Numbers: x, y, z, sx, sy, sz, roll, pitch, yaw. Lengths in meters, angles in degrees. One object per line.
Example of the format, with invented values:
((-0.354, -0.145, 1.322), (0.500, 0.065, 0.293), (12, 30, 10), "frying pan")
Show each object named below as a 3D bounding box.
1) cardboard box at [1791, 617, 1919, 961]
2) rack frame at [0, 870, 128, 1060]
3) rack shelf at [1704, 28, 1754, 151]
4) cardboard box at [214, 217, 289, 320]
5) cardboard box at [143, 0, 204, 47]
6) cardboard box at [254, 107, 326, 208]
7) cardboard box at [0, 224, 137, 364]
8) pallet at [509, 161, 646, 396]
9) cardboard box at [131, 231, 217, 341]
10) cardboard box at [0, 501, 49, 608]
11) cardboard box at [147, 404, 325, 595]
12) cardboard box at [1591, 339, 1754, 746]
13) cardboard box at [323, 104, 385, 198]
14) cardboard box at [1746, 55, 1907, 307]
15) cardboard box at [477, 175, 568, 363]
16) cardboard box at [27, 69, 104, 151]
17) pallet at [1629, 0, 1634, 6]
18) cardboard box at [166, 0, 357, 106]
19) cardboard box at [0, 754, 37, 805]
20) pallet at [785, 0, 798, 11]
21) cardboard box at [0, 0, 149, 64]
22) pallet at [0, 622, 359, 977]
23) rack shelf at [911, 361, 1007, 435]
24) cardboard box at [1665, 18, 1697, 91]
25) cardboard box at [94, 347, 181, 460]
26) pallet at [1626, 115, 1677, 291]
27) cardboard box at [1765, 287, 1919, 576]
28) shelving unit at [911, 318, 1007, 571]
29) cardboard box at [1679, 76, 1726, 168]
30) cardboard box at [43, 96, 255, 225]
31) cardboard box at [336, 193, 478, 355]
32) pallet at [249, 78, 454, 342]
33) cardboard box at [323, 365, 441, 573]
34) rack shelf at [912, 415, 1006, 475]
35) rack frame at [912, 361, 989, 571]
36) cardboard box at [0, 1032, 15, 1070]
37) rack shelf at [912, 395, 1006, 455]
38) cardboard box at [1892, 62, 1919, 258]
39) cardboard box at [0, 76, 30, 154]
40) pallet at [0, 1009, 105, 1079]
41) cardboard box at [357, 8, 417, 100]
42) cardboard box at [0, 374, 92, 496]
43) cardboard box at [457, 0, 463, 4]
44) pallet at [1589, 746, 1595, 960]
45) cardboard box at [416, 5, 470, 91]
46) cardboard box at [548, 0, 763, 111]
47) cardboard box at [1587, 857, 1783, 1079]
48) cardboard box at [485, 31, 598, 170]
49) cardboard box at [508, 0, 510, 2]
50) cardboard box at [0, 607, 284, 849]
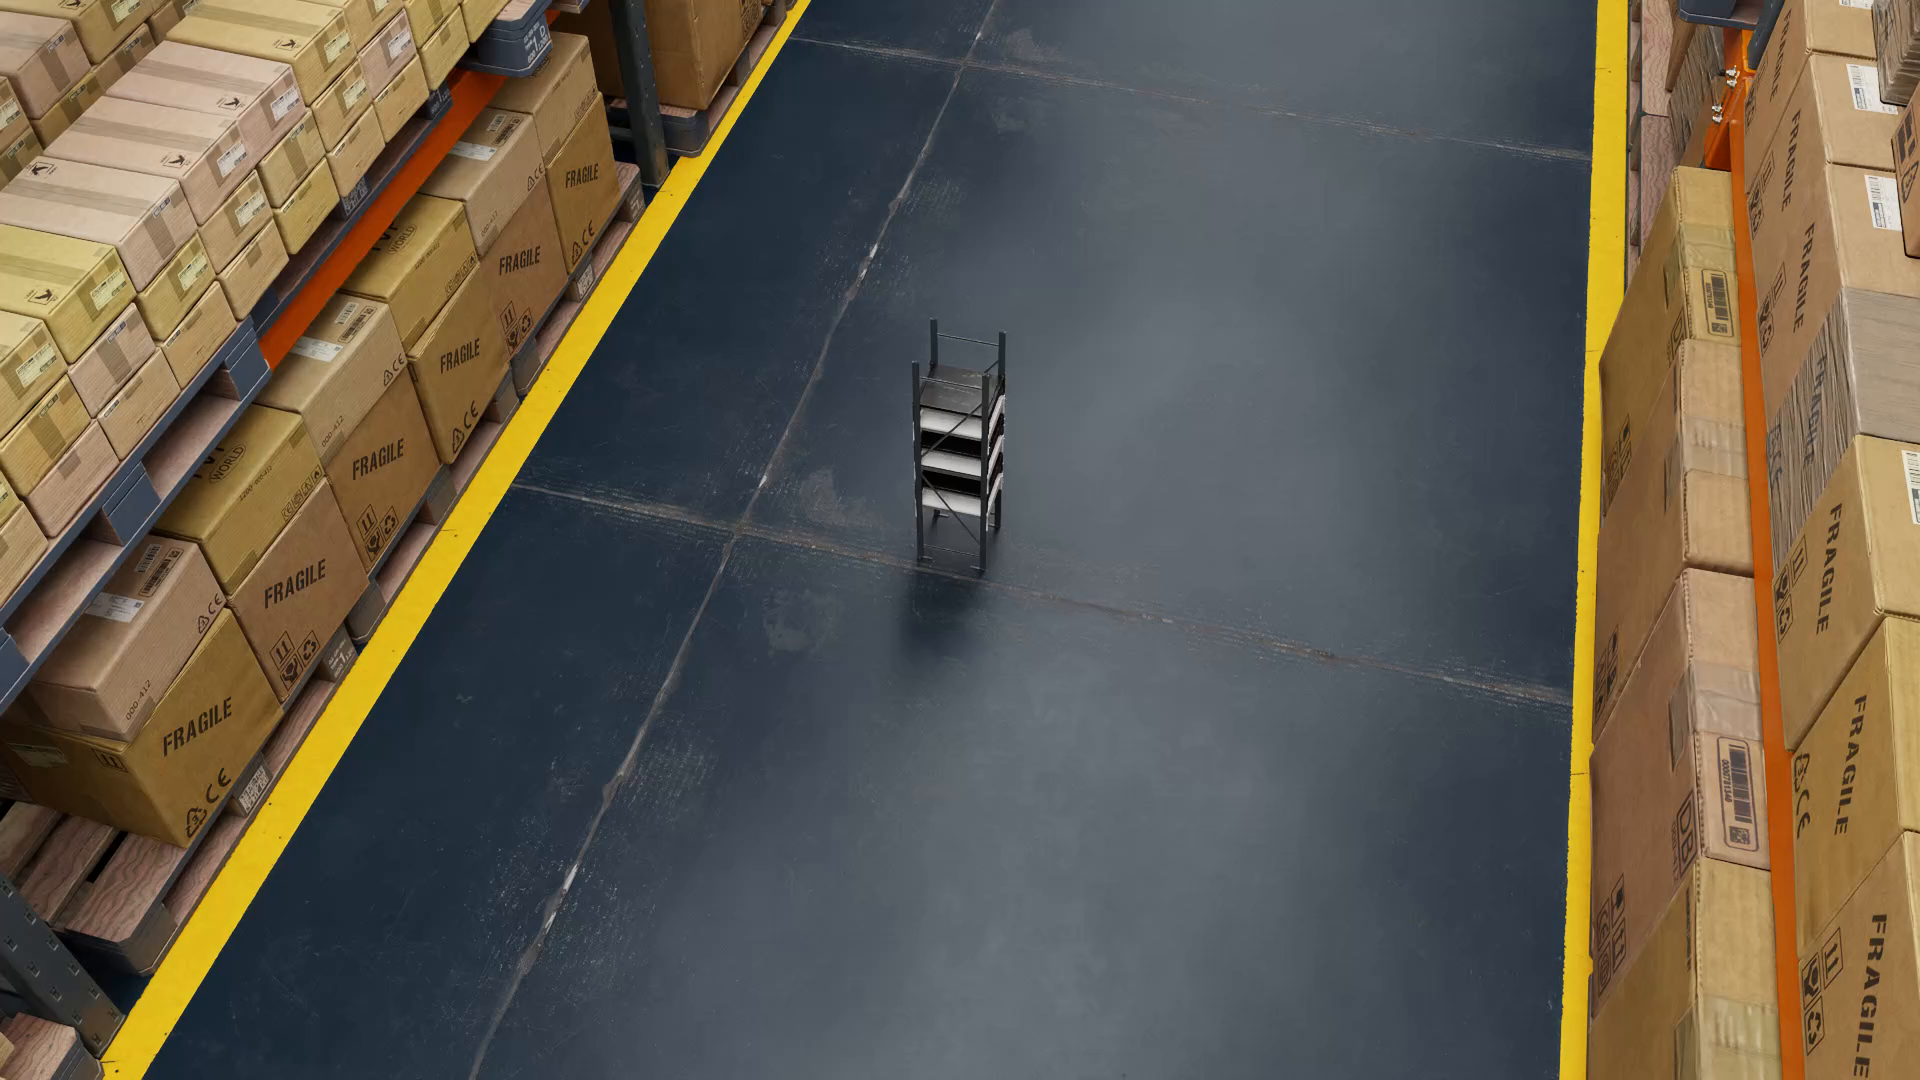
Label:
((1.961, 0.542, 3.204), (0.500, 0.500, 0.500), (13, 50, 11), "cardboard box")
((-2.794, 0.272, 3.509), (1.000, 3.000, 0.127), (12, 50, 10), "rack frame")
((3.544, -2.778, 6.681), (1.077, 0.370, 4.000), (12, 50, 10), "rack shelf")
((-1.976, -0.725, 4.277), (0.380, 0.149, 0.250), (10, 49, 8), "cardboard box")
((-2.400, -1.534, 4.792), (0.380, 0.149, 0.250), (11, 50, 10), "cardboard box")
((-1.906, -1.026, 4.344), (0.380, 0.149, 0.250), (11, 49, 9), "cardboard box")
((-2.109, -0.562, 3.736), (0.380, 0.149, 0.250), (12, 50, 10), "cardboard box")
((-1.948, -1.133, 6.610), (1.003, 0.211, 1.213), (12, 50, 10), "pallet")
((-2.045, -0.639, 4.002), (0.380, 0.149, 0.250), (10, 49, 8), "cardboard box")
((-2.247, 0.022, 3.617), (0.380, 0.149, 0.250), (9, 49, 8), "cardboard box")
((-2.207, -0.156, 4.774), (0.500, 0.250, 0.500), (13, 50, 11), "cardboard box")
((2.573, 0.133, 4.769), (1.225, 0.875, 0.875), (12, 50, 10), "cardboard box")
((-1.839, -1.105, 4.612), (0.380, 0.149, 0.250), (10, 49, 8), "cardboard box")
((2.493, -0.931, 4.504), (0.500, 0.500, 0.500), (10, 49, 9), "cardboard box")
((-1.803, -1.031, 6.046), (0.500, 0.500, 0.500), (13, 50, 12), "cardboard box")
((-2.536, -1.163, 4.465), (0.380, 0.149, 0.250), (12, 50, 10), "cardboard box")
((3.867, -2.976, 8.236), (1.003, 0.211, 1.213), (12, 50, 10), "pallet")
((-1.840, -1.306, 4.393), (0.380, 0.149, 0.250), (13, 50, 11), "cardboard box")
((-2.842, 0.375, 4.805), (0.500, 0.500, 0.500), (11, 49, 9), "cardboard box")
((-1.138, -3.133, 8.375), (1.003, 0.211, 1.213), (12, 50, 10), "pallet")
((-2.463, -1.447, 4.517), (0.380, 0.149, 0.250), (11, 49, 10), "cardboard box")
((-2.591, 0.631, 5.052), (1.003, 0.211, 1.213), (12, 50, 10), "pallet")
((-0.002, -0.449, 5.230), (0.258, 0.077, 0.200), (12, 50, 10), "rack shelf")
((3.451, -2.191, 7.057), (0.700, 0.500, 0.500), (15, 50, 13), "cardboard box")
((-2.110, -0.360, 3.954), (0.380, 0.149, 0.250), (12, 50, 10), "cardboard box")
((3.224, -1.211, 6.678), (1.003, 0.211, 1.213), (12, 50, 10), "pallet")
((2.228, -0.198, 3.858), (0.500, 0.500, 0.500), (12, 50, 10), "cardboard box")
((-0.002, -0.292, 5.407), (0.258, 0.900, 0.210), (12, 50, 10), "shelving unit")
((3.174, -1.376, 6.338), (0.700, 0.500, 0.500), (9, 49, 8), "cardboard box")
((-1.974, -0.928, 4.059), (0.380, 0.149, 0.250), (11, 50, 10), "cardboard box")
((-1.940, -0.903, 5.433), (0.500, 0.250, 0.500), (13, 50, 11), "cardboard box")
((-2.223, -1.118, 4.864), (1.003, 0.211, 1.213), (12, 50, 10), "pallet")
((-2.081, -0.286, 5.389), (0.500, 0.500, 0.500), (12, 50, 11), "cardboard box")
((-0.002, -0.329, 5.365), (0.258, 0.077, 0.200), (12, 50, 10), "rack shelf")
((-0.029, -0.218, 5.343), (0.240, 0.900, 0.006), (12, 50, 10), "rack frame")
((-2.570, 1.269, 4.053), (0.380, 0.149, 0.250), (12, 50, 11), "cardboard box")
((-0.002, -0.389, 5.297), (0.258, 0.077, 0.200), (12, 50, 10), "rack shelf")
((2.635, -0.938, 3.841), (0.797, 0.503, 0.637), (13, 50, 11), "cardboard box")
((-2.600, -1.057, 4.173), (0.380, 0.149, 0.250), (10, 49, 9), "cardboard box")
((-2.937, 1.688, 4.120), (1.003, 0.211, 1.213), (12, 50, 10), "pallet")
((-1.769, -1.395, 4.669), (0.380, 0.149, 0.250), (13, 50, 11), "cardboard box")
((-2.180, -0.264, 3.672), (0.380, 0.149, 0.250), (11, 49, 9), "cardboard box")
((-1.634, -1.763, 4.994), (0.380, 0.149, 0.250), (12, 50, 10), "cardboard box")
((2.414, 0.789, 4.913), (1.003, 0.211, 1.213), (12, 50, 10), "pallet")
((-1.700, -1.489, 4.951), (0.380, 0.149, 0.250), (10, 49, 8), "cardboard box")
((-1.494, -2.438, 7.122), (1.050, 0.750, 0.750), (11, 49, 10), "cardboard box")
((2.114, 1.421, 3.632), (1.225, 0.875, 0.875), (12, 50, 10), "cardboard box")
((-1.668, -1.635, 6.079), (0.500, 0.250, 0.500), (11, 49, 9), "cardboard box")
((-1.562, -1.864, 5.282), (0.380, 0.149, 0.250), (12, 50, 11), "cardboard box")
((-2.344, 0.478, 4.714), (0.500, 0.500, 0.500), (13, 50, 11), "cardboard box")
